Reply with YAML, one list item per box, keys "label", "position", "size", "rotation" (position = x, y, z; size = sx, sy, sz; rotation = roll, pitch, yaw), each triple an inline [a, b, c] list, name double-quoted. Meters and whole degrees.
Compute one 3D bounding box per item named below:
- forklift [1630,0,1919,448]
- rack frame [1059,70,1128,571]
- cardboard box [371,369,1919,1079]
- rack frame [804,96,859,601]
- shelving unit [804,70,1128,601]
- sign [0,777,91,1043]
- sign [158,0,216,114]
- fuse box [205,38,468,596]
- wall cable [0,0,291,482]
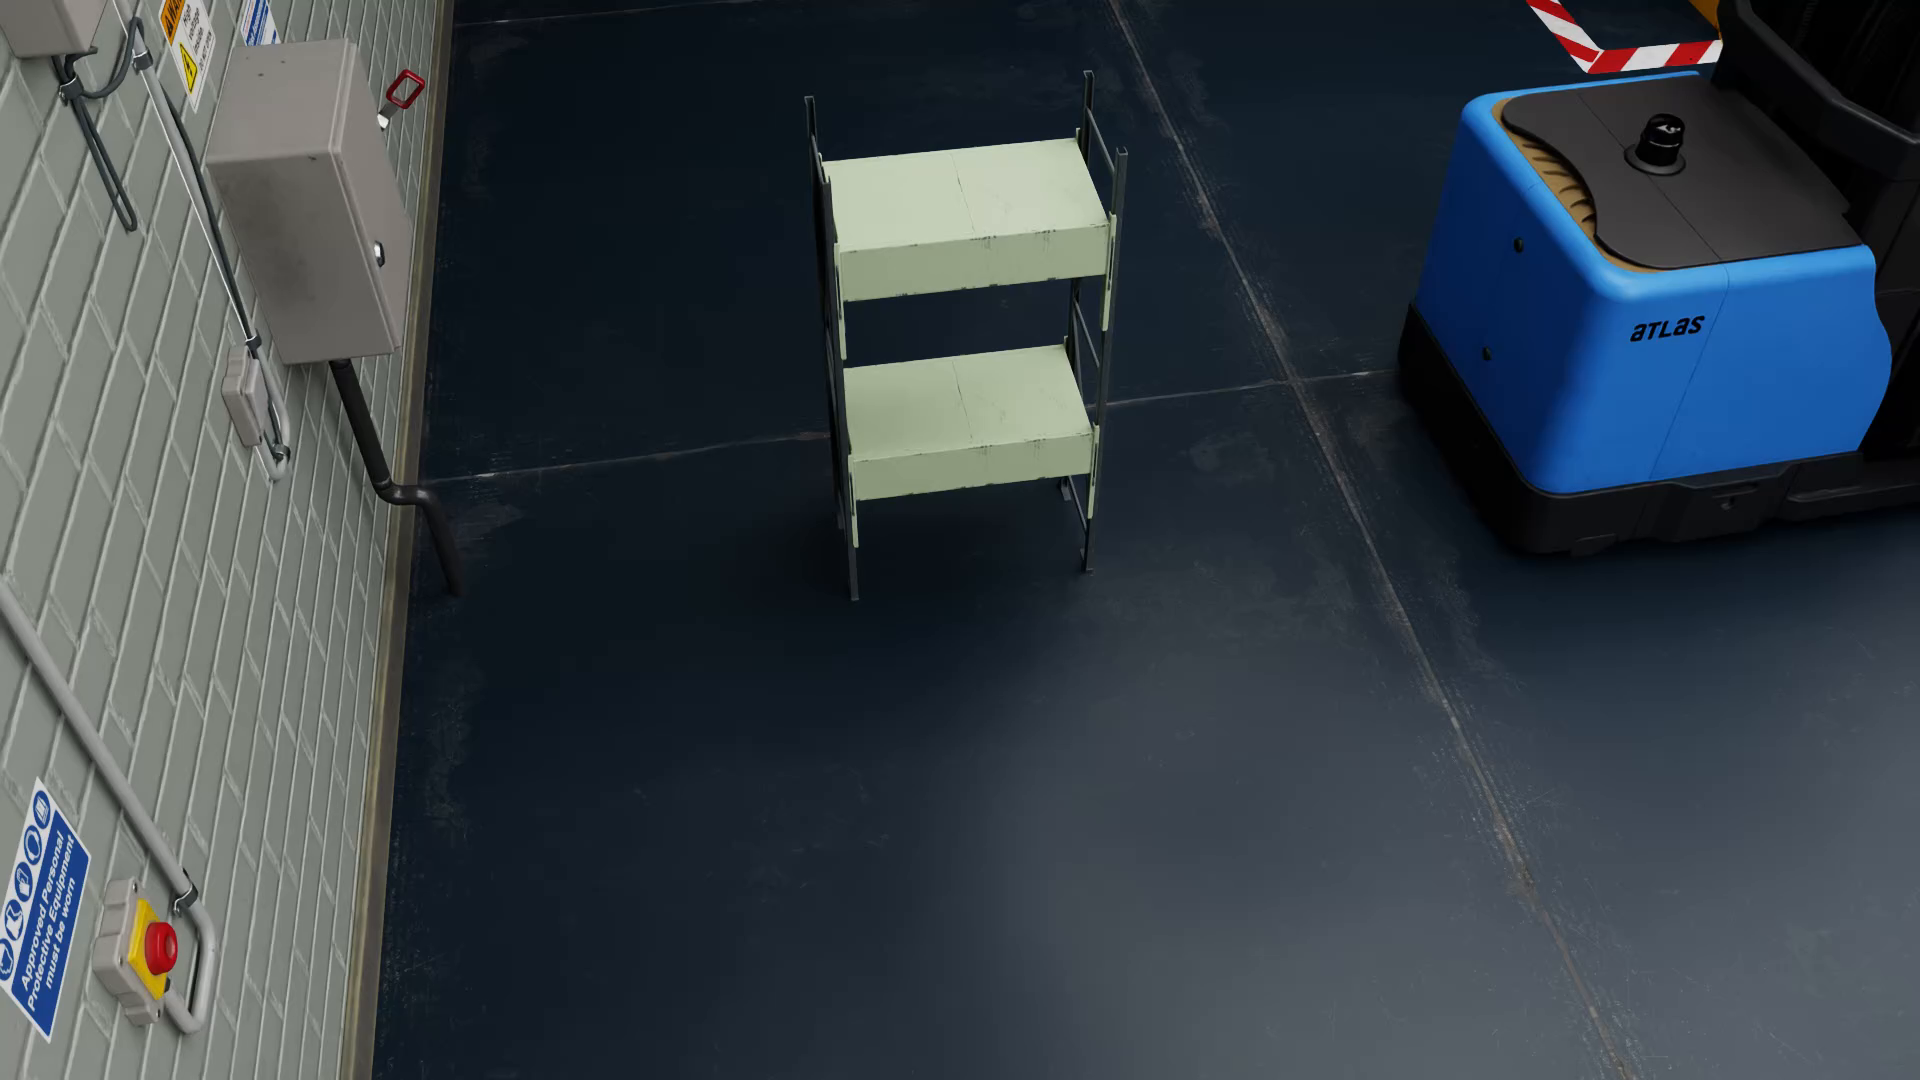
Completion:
- label: "forklift"
  position: [3.131, -1.471, 4.694]
  size: [2.937, 2.843, 1.107]
  rotation: [-8, 47, -8]
- label: "rack frame"
  position: [0.367, -0.566, 4.754]
  size: [0.023, 1.500, 0.400]
  rotation: [-7, 46, -7]
- label: "cardboard box"
  position: [5.311, 0.540, 3.654]
  size: [13.522, 1.550, 6.103]
  rotation: [-8, 47, -7]
- label: "rack frame"
  position: [-0.354, -0.476, 4.667]
  size: [0.023, 1.500, 0.400]
  rotation: [-7, 46, -7]
- label: "shelving unit"
  position: [0.007, -0.521, 4.711]
  size: [0.755, 1.500, 0.400]
  rotation: [-7, 46, -7]
- label: "sign"
  position: [-1.354, 0.544, 2.455]
  size: [0.001, 0.218, 0.327]
  rotation: [-7, 46, -7]
- label: "sign"
  position: [-1.711, -1.135, 3.687]
  size: [0.001, 0.242, 0.339]
  rotation: [-7, 46, -7]
- label: "fuse box"
  position: [-1.516, -0.466, 4.510]
  size: [0.414, 1.711, 0.539]
  rotation: [-7, 46, -7]
- label: "wall cable"
  position: [-1.555, -0.762, 3.195]
  size: [0.122, 1.984, 0.588]
  rotation: [-7, 46, -7]
